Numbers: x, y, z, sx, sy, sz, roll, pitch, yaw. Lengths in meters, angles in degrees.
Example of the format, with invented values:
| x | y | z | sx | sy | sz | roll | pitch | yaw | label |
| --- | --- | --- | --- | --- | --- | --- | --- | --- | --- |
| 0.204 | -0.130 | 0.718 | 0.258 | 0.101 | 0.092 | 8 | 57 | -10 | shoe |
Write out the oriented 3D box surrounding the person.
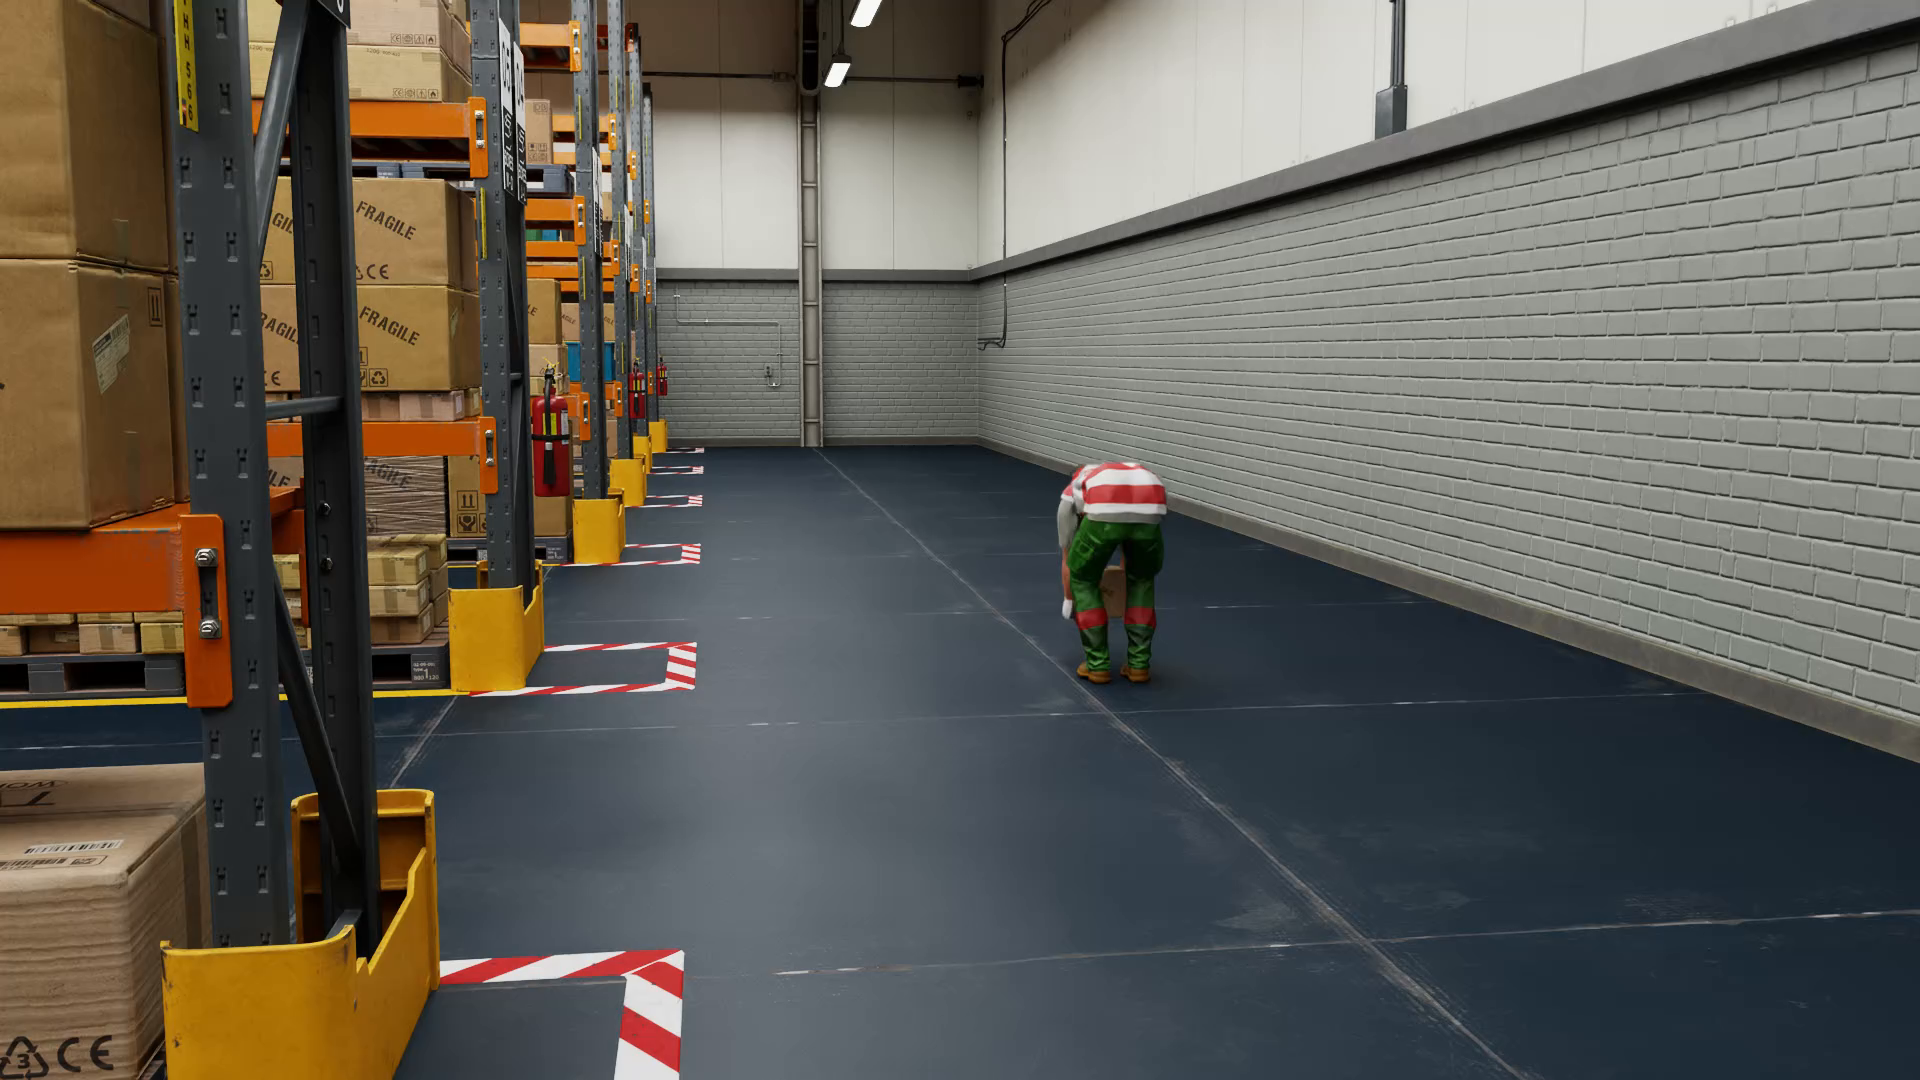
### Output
| x | y | z | sx | sy | sz | roll | pitch | yaw | label |
| --- | --- | --- | --- | --- | --- | --- | --- | --- | --- |
| 0.746 | 0.136 | 8.484 | 0.492 | 1.094 | 0.965 | -1 | 7 | -11 | person |
